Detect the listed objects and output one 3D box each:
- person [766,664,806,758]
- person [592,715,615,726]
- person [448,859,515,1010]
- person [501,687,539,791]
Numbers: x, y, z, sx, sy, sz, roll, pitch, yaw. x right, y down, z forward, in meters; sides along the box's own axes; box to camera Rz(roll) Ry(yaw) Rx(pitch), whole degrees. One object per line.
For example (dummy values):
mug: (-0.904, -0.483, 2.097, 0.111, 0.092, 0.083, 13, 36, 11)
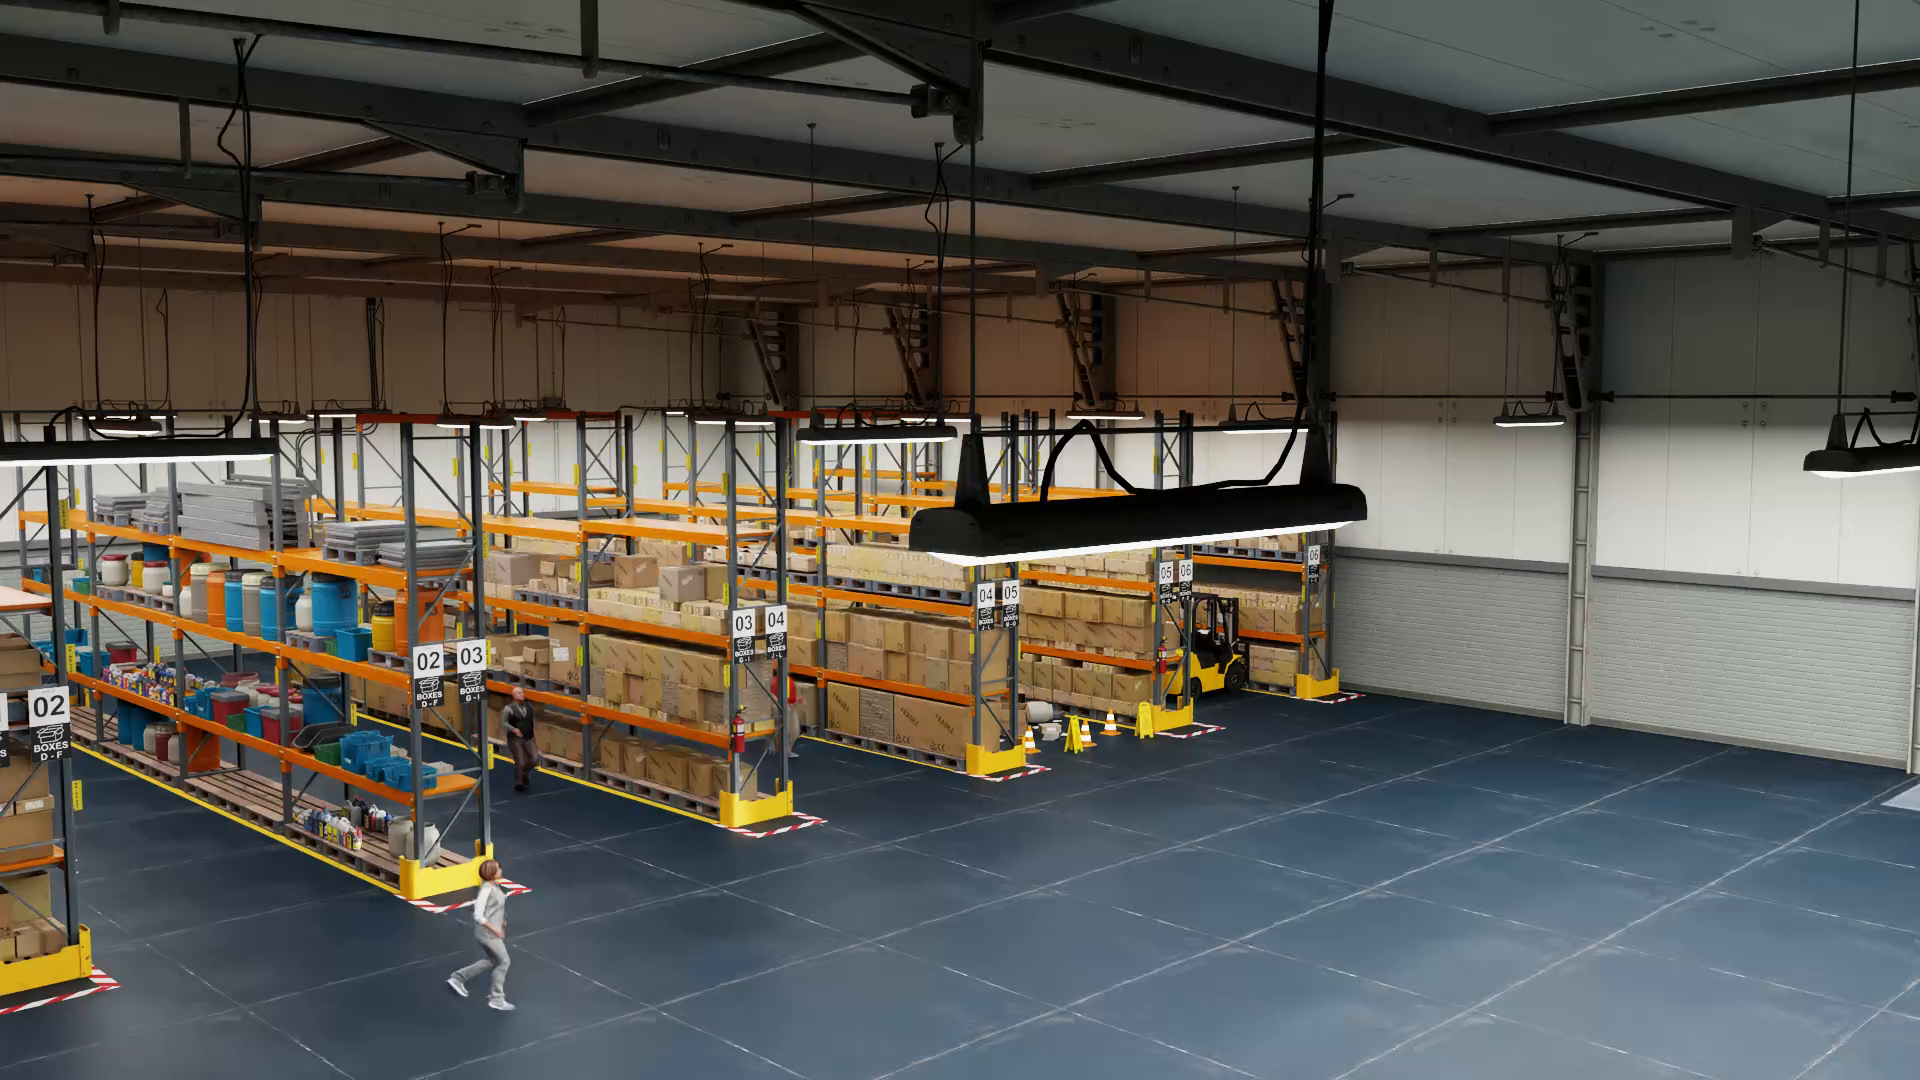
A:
person: (-3.057, 2.967, 29.098, 0.626, 1.674, 0.660, 3, 6, 28)
person: (-6.562, 2.800, 30.920, 0.567, 1.709, 0.704, 4, 6, 40)
person: (-4.935, 4.076, 17.102, 0.659, 1.589, 0.555, -1, 5, -11)
person: (-6.972, 3.182, 26.518, 0.635, 1.676, 0.564, -4, 7, -41)
